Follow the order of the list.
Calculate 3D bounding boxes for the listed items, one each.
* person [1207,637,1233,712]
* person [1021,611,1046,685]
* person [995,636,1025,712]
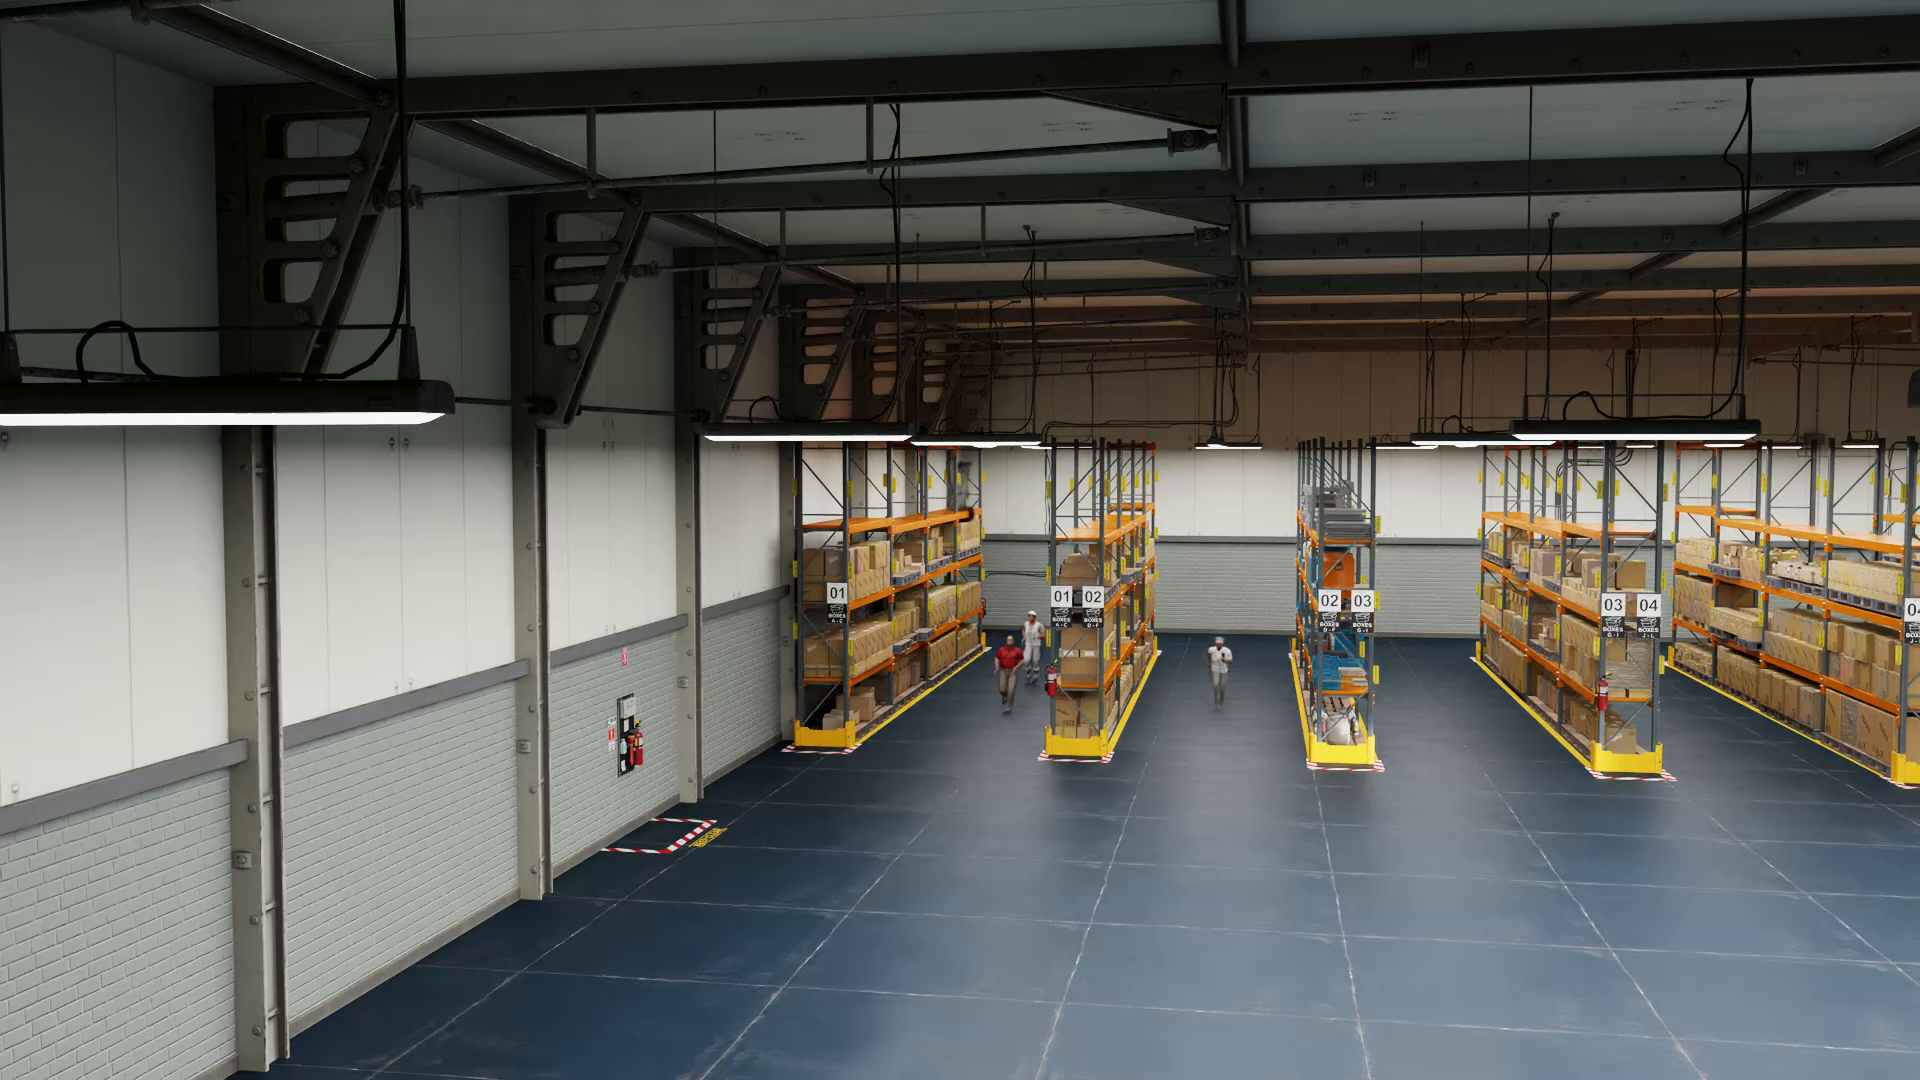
[{"bbox_3d":[5.767,2.952,36.872,0.569,1.668,0.906,1,3,10],"label":"person"},{"bbox_3d":[1.813,2.660,41.113,0.634,1.824,0.750,1,3,15],"label":"person"},{"bbox_3d":[1.090,2.952,36.698,0.677,1.677,0.604,1,3,11],"label":"person"}]
